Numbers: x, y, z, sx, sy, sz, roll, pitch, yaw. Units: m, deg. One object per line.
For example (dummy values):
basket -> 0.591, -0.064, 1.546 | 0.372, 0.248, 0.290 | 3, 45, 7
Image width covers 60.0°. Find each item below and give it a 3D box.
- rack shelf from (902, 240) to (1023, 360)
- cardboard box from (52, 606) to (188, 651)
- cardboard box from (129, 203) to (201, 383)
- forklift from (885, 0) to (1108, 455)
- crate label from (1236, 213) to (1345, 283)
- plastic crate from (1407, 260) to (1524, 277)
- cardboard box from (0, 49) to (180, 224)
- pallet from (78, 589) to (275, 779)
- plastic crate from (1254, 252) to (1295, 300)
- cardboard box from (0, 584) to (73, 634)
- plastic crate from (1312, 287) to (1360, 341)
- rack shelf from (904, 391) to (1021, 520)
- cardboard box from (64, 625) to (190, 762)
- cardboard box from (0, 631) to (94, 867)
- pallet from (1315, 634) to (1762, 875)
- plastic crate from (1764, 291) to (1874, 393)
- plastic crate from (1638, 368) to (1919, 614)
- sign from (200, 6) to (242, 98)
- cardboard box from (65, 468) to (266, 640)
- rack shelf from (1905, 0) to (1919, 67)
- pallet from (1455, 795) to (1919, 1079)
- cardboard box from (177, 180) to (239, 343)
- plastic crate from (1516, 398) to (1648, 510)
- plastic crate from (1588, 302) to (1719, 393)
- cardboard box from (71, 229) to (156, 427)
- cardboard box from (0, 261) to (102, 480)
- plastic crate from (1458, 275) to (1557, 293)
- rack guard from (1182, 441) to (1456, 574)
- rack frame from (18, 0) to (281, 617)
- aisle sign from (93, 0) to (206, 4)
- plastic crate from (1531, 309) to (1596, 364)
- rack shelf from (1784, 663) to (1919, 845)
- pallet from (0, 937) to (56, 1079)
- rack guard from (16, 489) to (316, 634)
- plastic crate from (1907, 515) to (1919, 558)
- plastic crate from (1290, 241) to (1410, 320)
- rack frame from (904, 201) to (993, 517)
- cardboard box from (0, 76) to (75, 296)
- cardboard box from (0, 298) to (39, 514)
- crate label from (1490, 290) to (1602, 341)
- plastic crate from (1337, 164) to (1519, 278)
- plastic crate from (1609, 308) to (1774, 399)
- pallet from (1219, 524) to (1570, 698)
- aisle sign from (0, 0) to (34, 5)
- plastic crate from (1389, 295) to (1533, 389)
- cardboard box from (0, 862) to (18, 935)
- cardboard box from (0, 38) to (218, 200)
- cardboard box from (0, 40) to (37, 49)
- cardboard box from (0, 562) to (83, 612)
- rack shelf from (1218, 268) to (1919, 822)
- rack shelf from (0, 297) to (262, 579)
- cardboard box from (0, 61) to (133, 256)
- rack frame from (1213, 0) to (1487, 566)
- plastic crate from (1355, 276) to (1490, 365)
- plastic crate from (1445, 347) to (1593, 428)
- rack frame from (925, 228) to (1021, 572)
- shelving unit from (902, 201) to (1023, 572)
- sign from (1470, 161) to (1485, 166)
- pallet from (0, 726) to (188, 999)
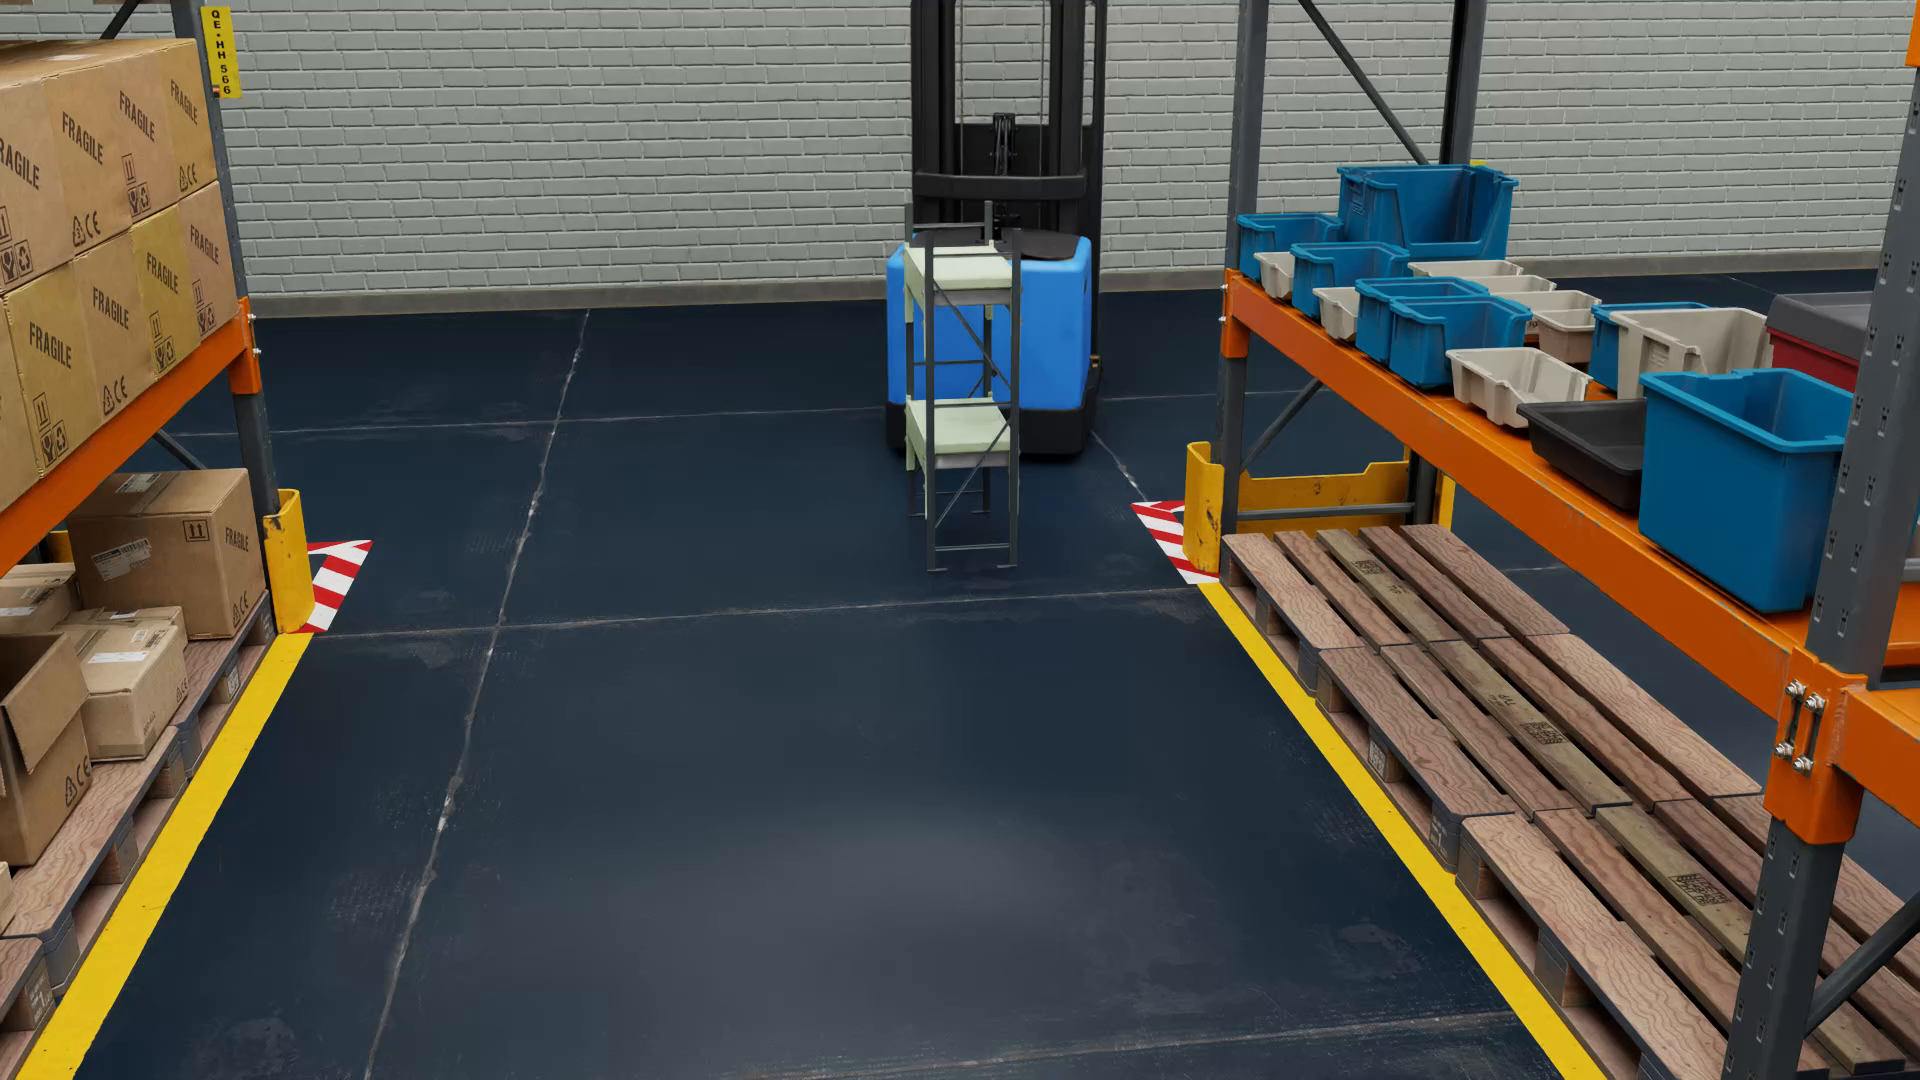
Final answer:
rack shelf -> 0.001, -1.066, 7.311 | 0.431, 0.370, 0.720 | -3, 21, -8
cardboard box -> -2.986, 0.354, 5.901 | 0.380, 0.166, 0.250 | -3, 21, -8
cardboard box -> -2.866, -0.813, 5.464 | 0.500, 0.500, 0.500 | -3, 21, -7
forklift -> 0.300, -2.296, 9.675 | 1.130, 2.935, 3.031 | 2, 21, 7
crate label -> 1.334, -1.184, 6.751 | 0.416, 0.233, 0.303 | -3, 21, -8
plastic crate -> 1.921, -0.967, 6.310 | 0.396, 0.136, 0.243 | -3, 21, -8
cardboard box -> -2.868, -1.288, 5.304 | 0.500, 0.500, 0.500 | -2, 21, -6
pallet -> -3.151, 0.521, 6.019 | 1.003, 0.211, 1.213 | -3, 21, -8
plastic crate -> 1.298, -1.023, 6.460 | 0.250, 0.136, 0.298 | -3, 21, -8
cardboard box -> -3.408, 0.370, 5.739 | 0.500, 0.250, 0.500 | -3, 21, -8
plastic crate -> 1.396, -0.788, 5.831 | 0.250, 0.136, 0.298 | -3, 21, -8
rack shelf -> 0.001, -0.395, 7.562 | 0.431, 0.370, 0.720 | -3, 21, -8
cardboard box -> -2.849, 0.501, 5.389 | 0.500, 0.250, 0.500 | -3, 21, -8
cardboard box -> -2.977, 0.611, 4.733 | 0.797, 0.503, 0.637 | -3, 21, -8
pallet -> 1.877, 0.679, 5.596 | 1.003, 0.211, 1.213 | -3, 21, -8
plastic crate -> 2.320, -0.331, 4.138 | 0.402, 0.464, 0.583 | -3, 21, -8
plastic crate -> 1.796, -0.116, 3.677 | 0.392, 0.384, 0.575 | -3, 21, -8
sign -> -2.726, -1.799, 6.139 | 0.100, 0.325, 0.005 | -3, 21, -8
cardboard box -> -2.956, 0.053, 6.230 | 0.500, 0.500, 0.500 | -3, 21, -8
rack shelf -> 1.913, -1.712, 4.753 | 1.077, 0.370, 4.000 | -3, 21, -8
pallet -> 2.056, 1.103, 4.462 | 1.003, 0.211, 1.213 | -3, 21, -8
cardboard box -> -2.944, -0.993, 5.945 | 0.500, 0.500, 0.500 | -2, 21, -6
plastic crate -> 1.774, -0.224, 4.337 | 0.437, 0.125, 0.590 | -3, 21, -8
plastic crate -> 2.174, -0.588, 5.156 | 0.416, 0.233, 0.300 | -3, 21, -8
cardboard box -> -2.799, -0.640, 5.001 | 0.500, 0.500, 0.500 | -3, 21, -7
cardboard box -> -2.727, -0.466, 4.534 | 0.500, 0.500, 0.500 | -3, 21, -9
plastic crate -> 1.948, -0.866, 6.039 | 0.396, 0.136, 0.243 | -3, 21, -8
rack guard -> 1.608, -0.173, 7.464 | 1.175, 0.500, 0.348 | -3, 21, -8
rack frame -> -3.278, -1.087, 6.340 | 1.000, 3.000, 0.127 | -3, 21, -8
aisle sign -> -2.985, -2.344, 5.990 | 0.394, 0.787, 0.004 | -3, 21, -8
plastic crate -> 2.074, -0.669, 5.513 | 0.298, 0.136, 0.250 | -3, 21, -8
rack shelf -> 2.489, 1.078, 1.570 | 1.077, 0.370, 4.000 | -3, 21, -8
pallet -> -2.799, 1.366, 3.757 | 1.003, 0.211, 1.213 | -3, 21, -8
rack guard -> -3.267, 0.110, 6.707 | 1.175, 0.500, 0.348 | -3, 21, -8
plastic crate -> 2.275, -0.024, 3.784 | 0.396, 0.136, 0.243 | -3, 21, -8
plastic crate -> 1.429, -0.956, 6.141 | 0.416, 0.233, 0.300 | -3, 21, -8
rack frame -> -0.052, -0.827, 7.787 | 0.400, 1.500, 0.023 | -3, 21, -8
cardboard box -> -2.715, -0.930, 4.348 | 0.500, 0.500, 0.500 | -2, 21, -6
cardboard box -> -2.652, -0.290, 4.063 | 0.500, 0.500, 0.500 | -3, 21, -8
crate label -> 2.013, -0.771, 5.785 | 0.396, 0.136, 0.243 | -3, 21, -8
plastic crate -> 1.857, -1.274, 6.704 | 0.616, 0.435, 0.499 | -3, 21, -8
plastic crate -> 2.163, -0.462, 4.749 | 0.437, 0.282, 0.530 | -3, 21, -8
pallet -> 1.705, 0.258, 6.724 | 1.003, 0.211, 1.213 | -3, 21, -8
aisle sign -> -3.578, -2.314, 5.909 | 0.394, 0.787, 0.004 | -3, 21, -8
plastic crate -> 1.567, -0.624, 5.253 | 0.416, 0.233, 0.300 | -3, 21, -8
cardboard box -> -2.682, 0.963, 4.270 | 0.380, 0.166, 0.250 | -3, 21, -8
cardboard box -> -2.942, -1.462, 5.773 | 0.500, 0.500, 0.500 | -3, 21, -8
cardboard box -> -3.475, -1.436, 5.701 | 0.500, 0.500, 0.500 | -2, 21, -6
cardboard box -> -3.558, 0.204, 6.328 | 0.380, 0.149, 0.250 | -3, 21, -8
rack shelf -> 1.913, -0.306, 5.278 | 1.077, 0.370, 4.000 | -3, 21, -8
rack shelf -> -2.990, -0.058, 4.612 | 1.077, 0.370, 4.000 | -3, 21, -8
cardboard box -> -2.789, -1.108, 4.824 | 0.500, 0.500, 0.500 | -2, 21, -6
rack frame -> 1.624, -1.336, 7.006 | 1.000, 3.000, 0.127 | -3, 21, -8
plastic crate -> 1.524, -0.728, 5.531 | 0.416, 0.233, 0.300 | -3, 21, -8
plastic crate -> 1.652, -0.443, 4.907 | 0.293, 0.136, 0.466 | -3, 21, -8
rack frame -> 0.054, -0.574, 7.108 | 0.400, 1.500, 0.023 | -3, 21, -8
shelving unit -> 0.001, -0.700, 7.448 | 0.431, 1.500, 0.755 | -3, 21, -8
sign -> 2.166, -1.446, 7.067 | 0.100, 0.325, 0.005 | -3, 21, -8
pallet -> -2.978, 0.943, 4.891 | 1.003, 0.211, 1.213 | -3, 21, -8
